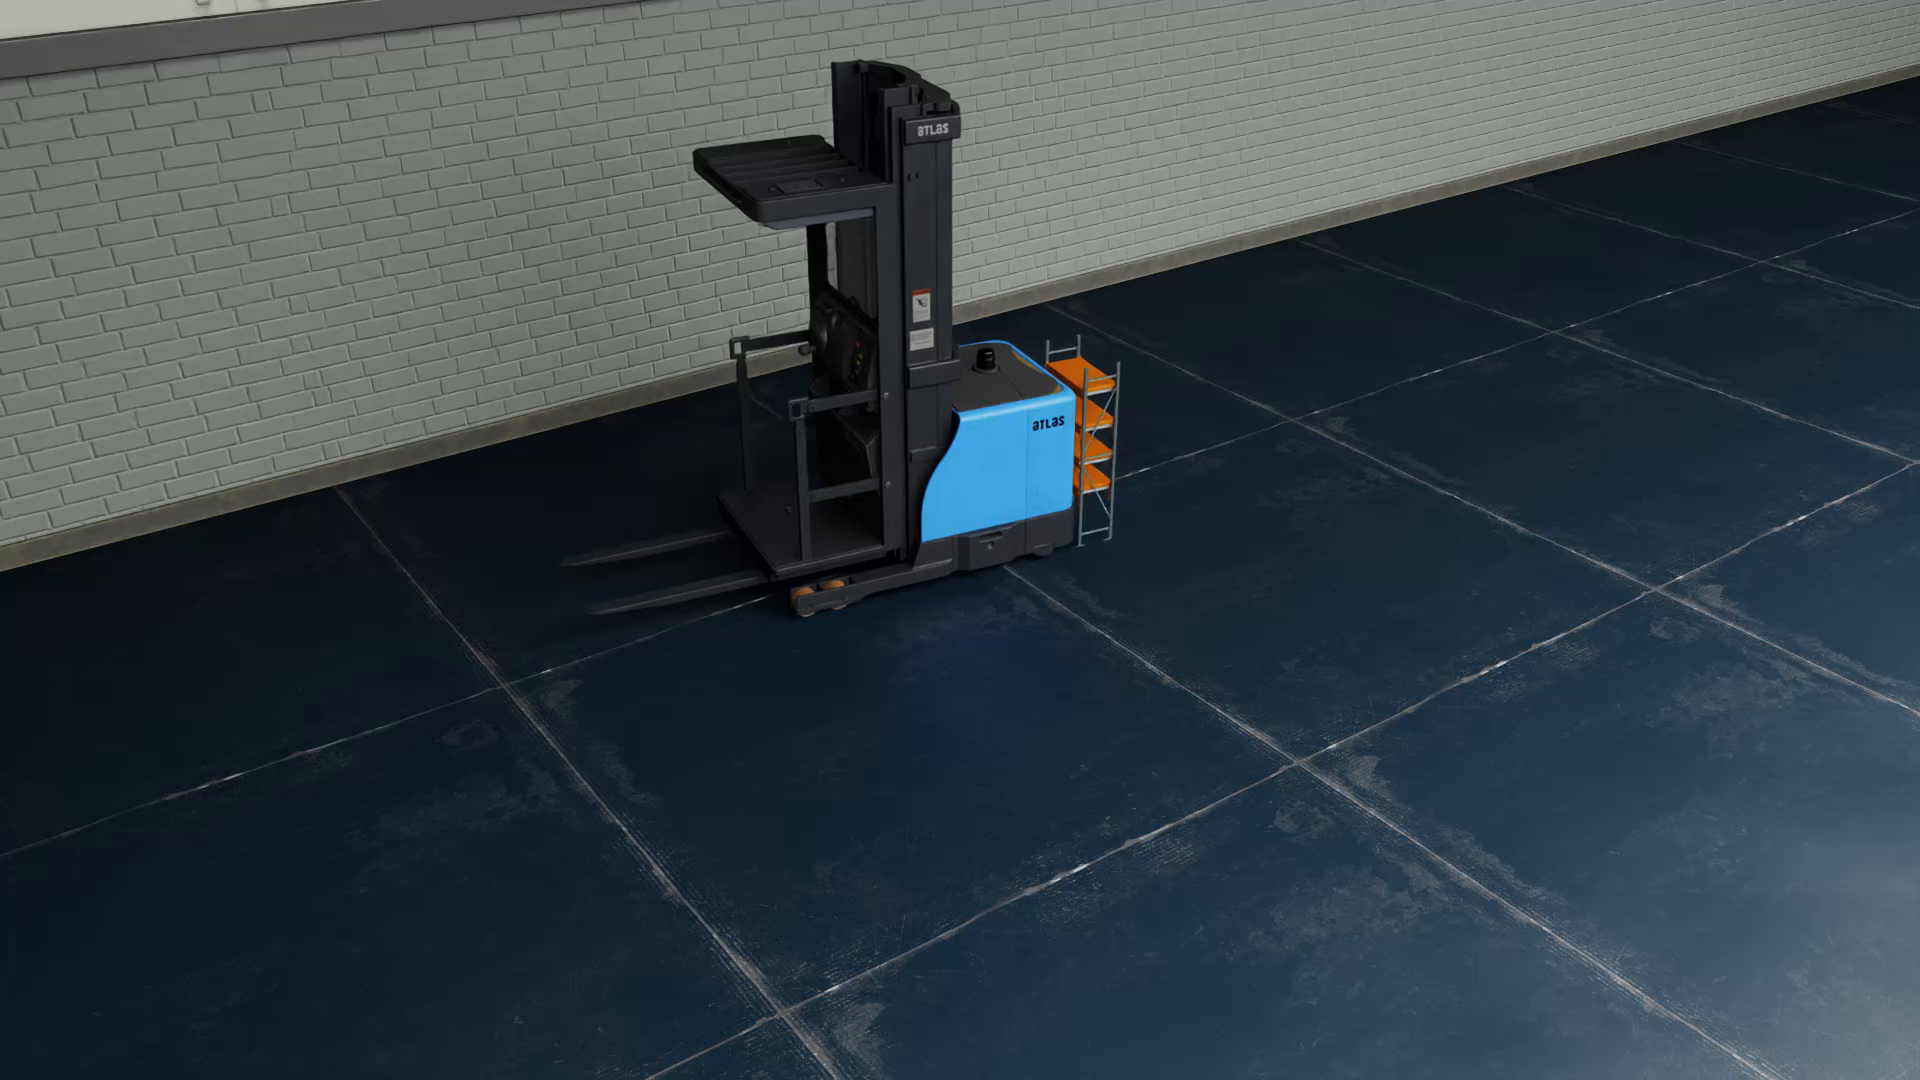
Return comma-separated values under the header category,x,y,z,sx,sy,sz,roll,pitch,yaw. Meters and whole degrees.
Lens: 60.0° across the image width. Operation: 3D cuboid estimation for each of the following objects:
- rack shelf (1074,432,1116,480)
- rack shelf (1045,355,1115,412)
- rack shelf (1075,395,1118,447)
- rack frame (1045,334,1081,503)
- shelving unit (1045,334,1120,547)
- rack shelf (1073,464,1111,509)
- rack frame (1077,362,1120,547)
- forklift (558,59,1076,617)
category,x,y,z,sx,sy,sz,roll,pitch,yaw
rack shelf,0.741,-0.557,10.387,0.258,0.148,0.480,-13,31,-22
rack shelf,0.741,-0.962,10.167,0.258,0.148,0.480,-13,31,-22
rack shelf,0.741,-0.754,10.280,0.258,0.148,0.480,-13,31,-22
rack frame,0.637,-0.722,10.549,0.240,1.200,0.015,-13,31,-22
shelving unit,0.741,-0.617,10.355,0.258,1.200,0.503,-13,31,-22
rack shelf,0.741,-0.383,10.481,0.258,0.148,0.480,-13,31,-22
rack frame,0.845,-0.511,10.161,0.240,1.200,0.015,-13,31,-22
forklift,-0.853,-1.130,9.486,3.031,2.935,1.130,-13,31,-22
